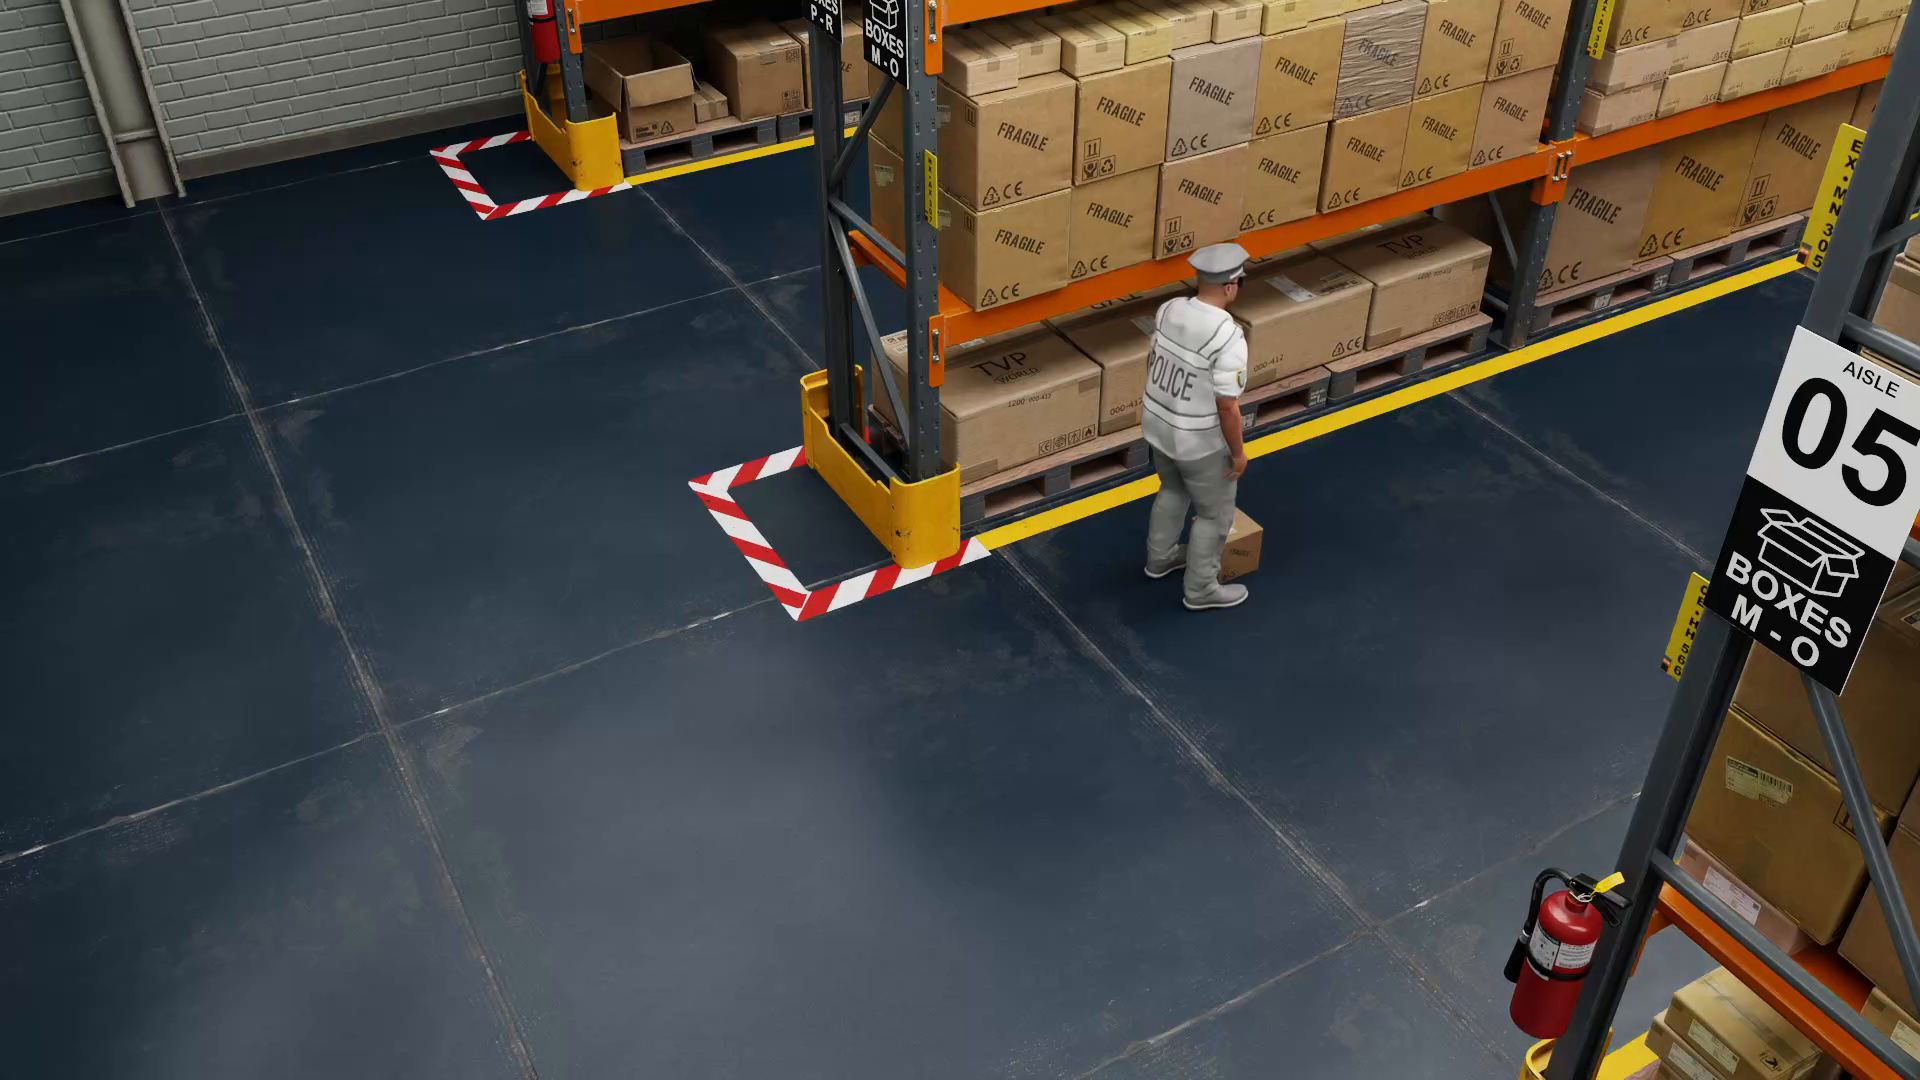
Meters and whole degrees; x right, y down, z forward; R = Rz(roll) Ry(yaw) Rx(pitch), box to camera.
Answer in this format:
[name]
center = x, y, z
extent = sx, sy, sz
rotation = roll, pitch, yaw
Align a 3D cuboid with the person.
[person]
center = 1.068, -0.492, 7.588
extent = 0.440, 1.744, 0.602
rotation = -22, 42, -27
